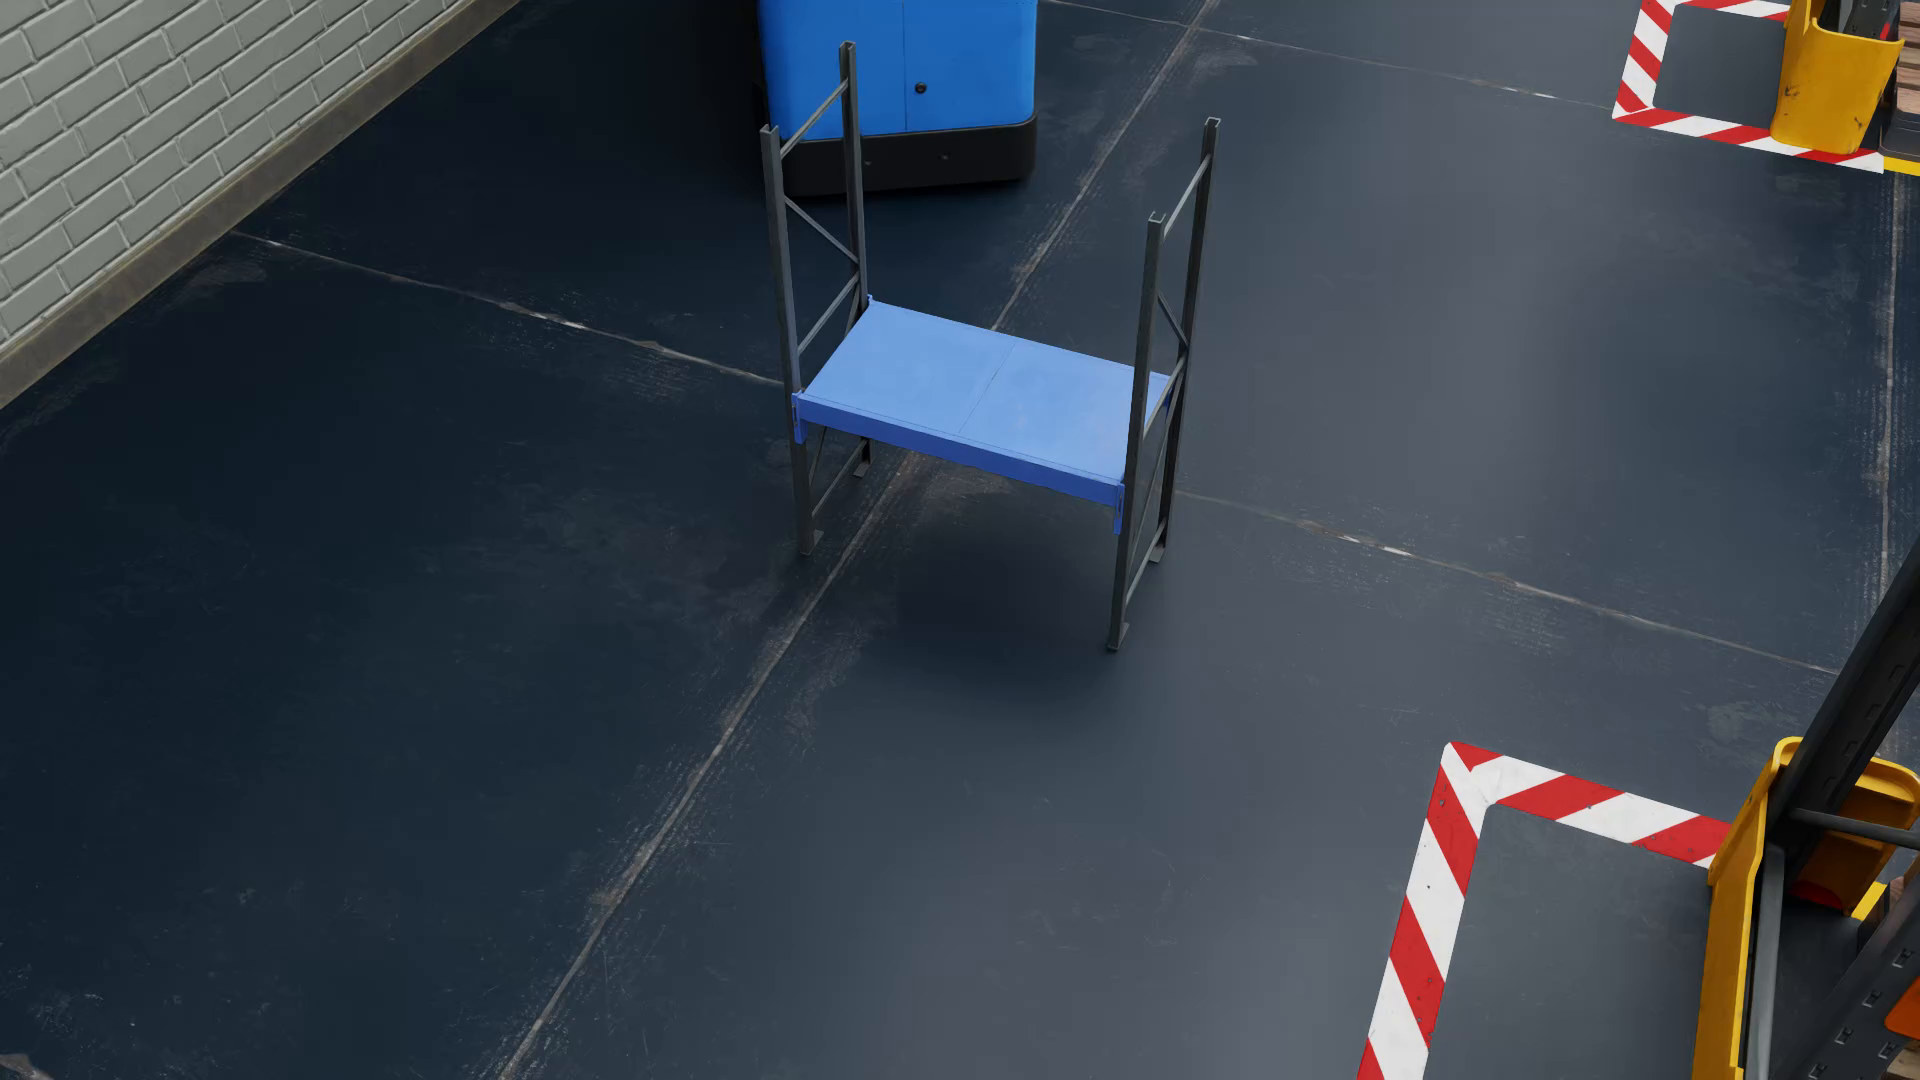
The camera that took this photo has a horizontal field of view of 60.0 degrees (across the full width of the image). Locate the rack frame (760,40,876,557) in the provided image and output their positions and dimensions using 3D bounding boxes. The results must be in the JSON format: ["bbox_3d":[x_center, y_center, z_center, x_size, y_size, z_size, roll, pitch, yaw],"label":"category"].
[{"bbox_3d":[-0.390,-0.647,4.836,0.032,1.500,0.500,16,47,16],"label":"rack frame"}]

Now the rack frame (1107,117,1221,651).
[{"bbox_3d":[0.548,-0.370,4.559,0.032,1.500,0.500,16,47,16],"label":"rack frame"}]

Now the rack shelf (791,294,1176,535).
[{"bbox_3d":[0.079,-0.381,4.825,1.000,0.185,0.538,16,47,16],"label":"rack shelf"}]

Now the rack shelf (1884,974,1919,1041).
[{"bbox_3d":[3.710,0.962,2.667,4.000,0.370,1.077,16,47,16],"label":"rack shelf"}]

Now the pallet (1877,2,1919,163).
[{"bbox_3d":[4.521,-1.822,6.932,1.213,0.211,1.003,16,47,16],"label":"pallet"}]

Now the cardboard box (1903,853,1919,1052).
[{"bbox_3d":[2.461,0.881,3.698,0.500,0.500,0.500,16,47,16],"label":"cardboard box"}]

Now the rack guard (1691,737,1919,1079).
[{"bbox_3d":[1.934,1.070,3.820,0.348,0.500,1.175,16,47,16],"label":"rack guard"}]

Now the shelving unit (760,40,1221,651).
[{"bbox_3d":[0.079,-0.509,4.698,1.048,1.500,0.538,16,47,16],"label":"shelving unit"}]

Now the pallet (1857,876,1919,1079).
[{"bbox_3d":[2.671,1.389,3.705,1.213,0.211,1.003,16,47,16],"label":"pallet"}]

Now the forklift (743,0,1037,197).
[{"bbox_3d":[-0.425,-3.428,6.617,1.130,2.935,3.031,-6,45,-6],"label":"forklift"}]

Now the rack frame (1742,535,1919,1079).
[{"bbox_3d":[1.864,0.163,2.959,0.127,3.000,1.000,16,47,16],"label":"rack frame"}]

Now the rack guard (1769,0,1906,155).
[{"bbox_3d":[3.748,-2.172,7.078,0.348,0.500,1.175,16,47,16],"label":"rack guard"}]

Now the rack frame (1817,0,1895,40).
[{"bbox_3d":[3.775,-3.060,6.199,0.127,3.000,1.000,16,47,16],"label":"rack frame"}]
